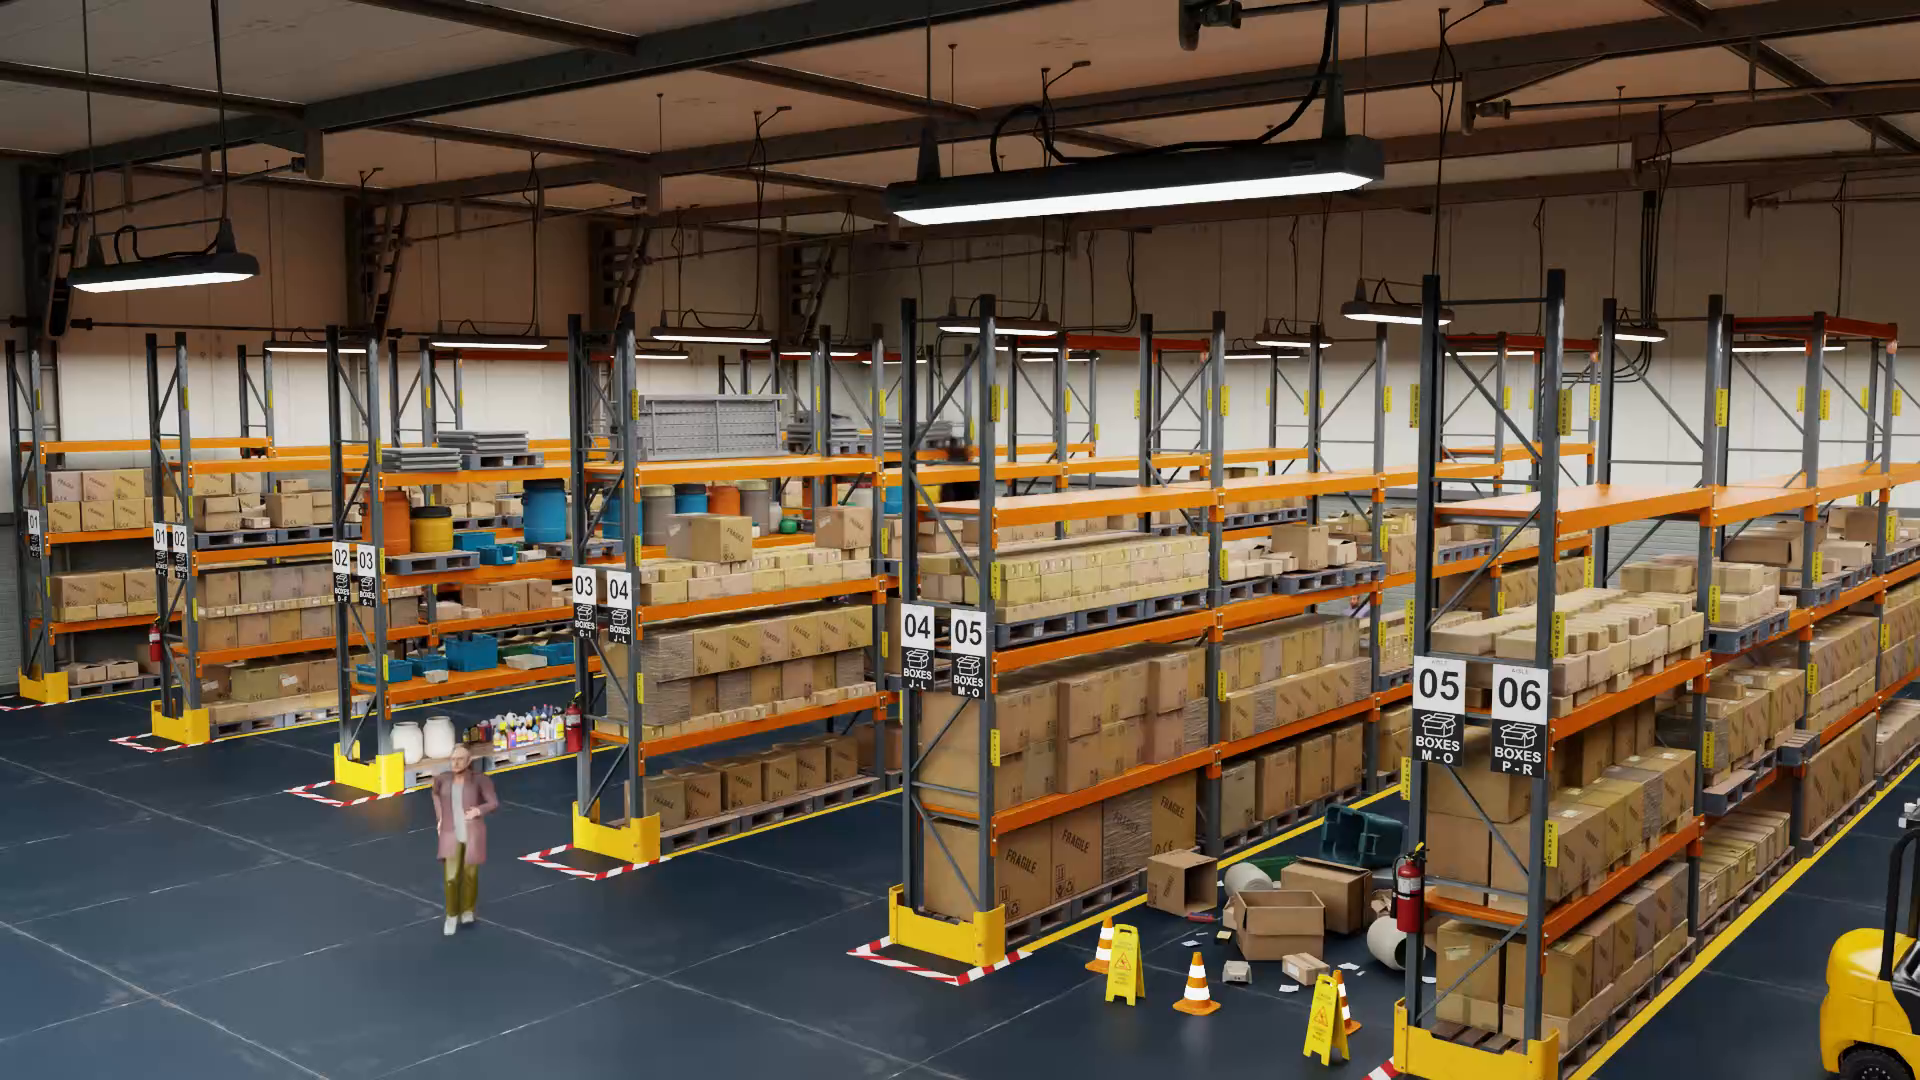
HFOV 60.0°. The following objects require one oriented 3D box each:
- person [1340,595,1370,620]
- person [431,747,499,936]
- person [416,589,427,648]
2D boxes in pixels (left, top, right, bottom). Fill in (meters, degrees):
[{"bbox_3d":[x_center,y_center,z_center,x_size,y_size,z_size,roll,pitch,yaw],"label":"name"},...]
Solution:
[{"bbox_3d":[6.955,1.742,29.163,0.626,1.634,0.893,3,6,29],"label":"person"},{"bbox_3d":[-4.731,2.874,15.861,0.670,1.820,0.787,-1,5,-8],"label":"person"},{"bbox_3d":[-9.573,1.657,29.935,0.537,1.585,0.893,4,6,37],"label":"person"}]
